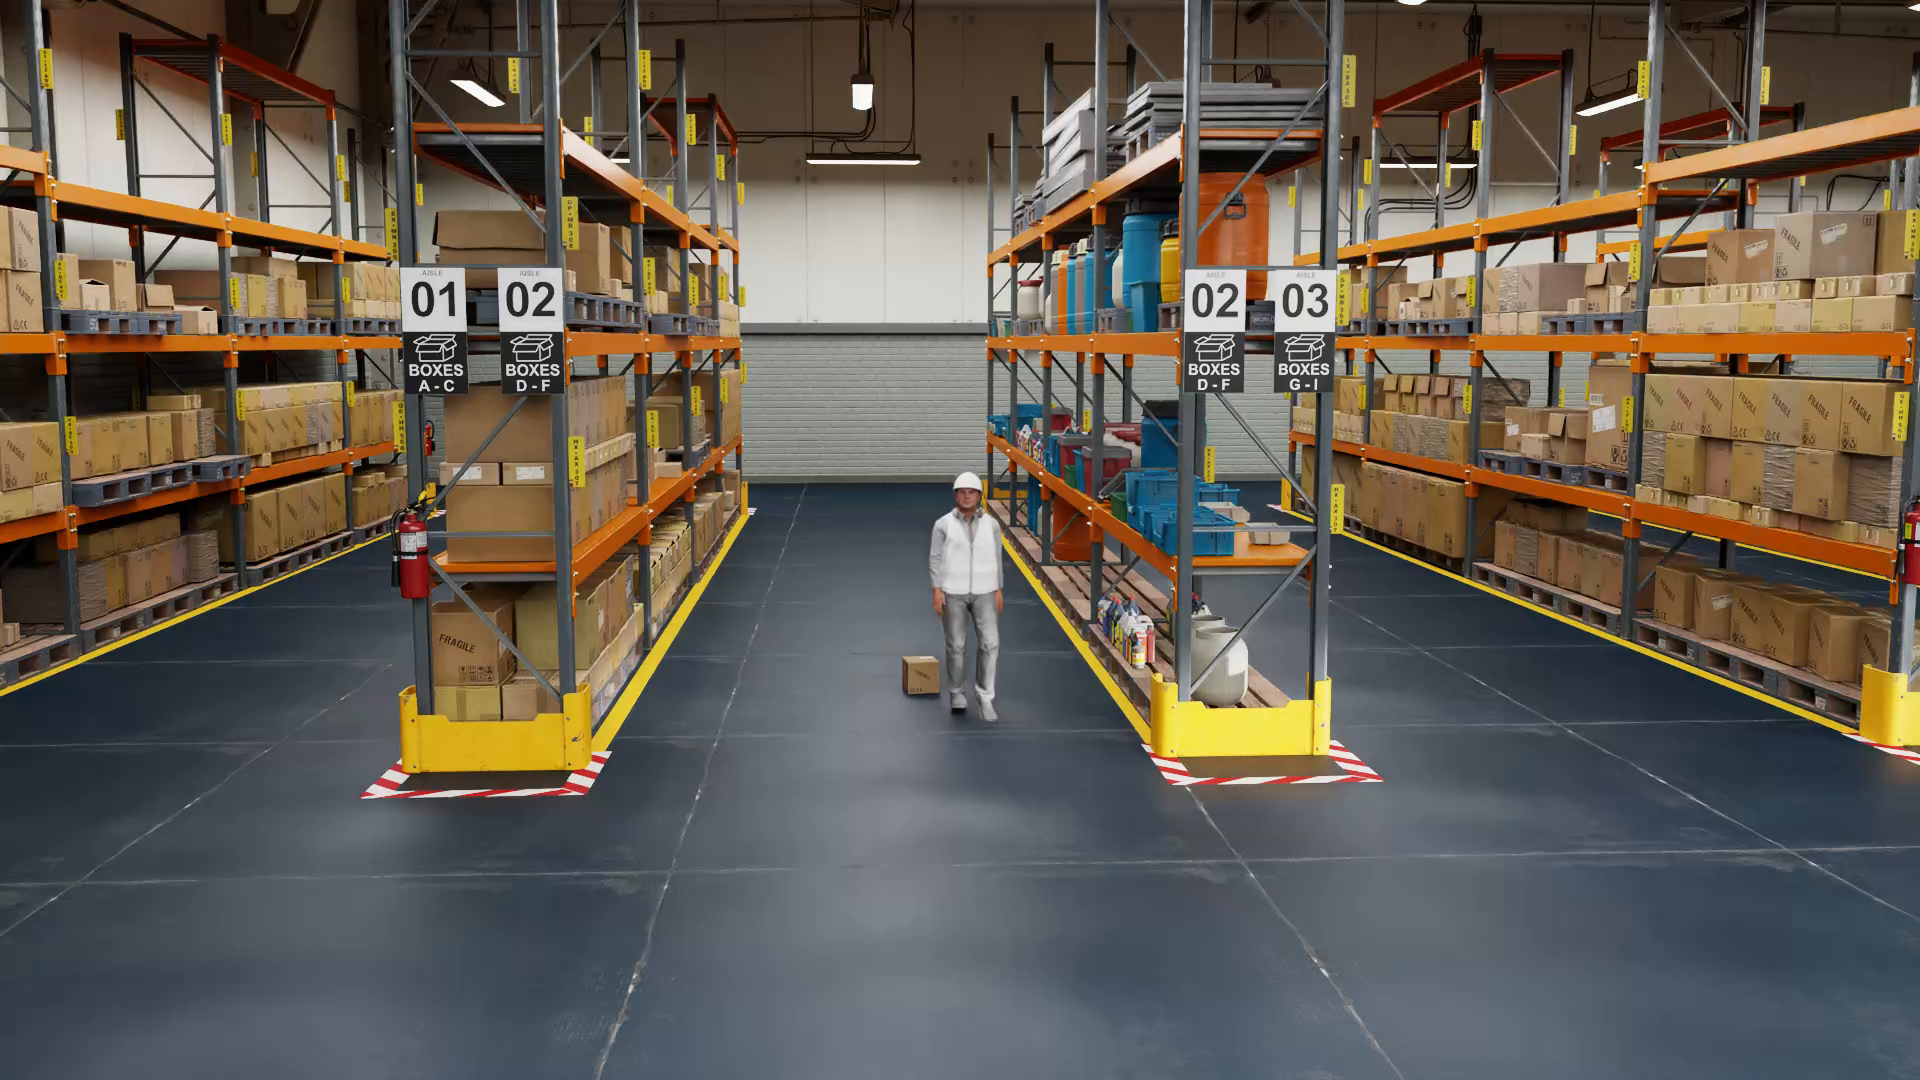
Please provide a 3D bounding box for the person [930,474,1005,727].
[{"bbox_3d":[0.071,0.429,12.126,0.566,1.802,0.757,-1,7,-6],"label":"person"}]
